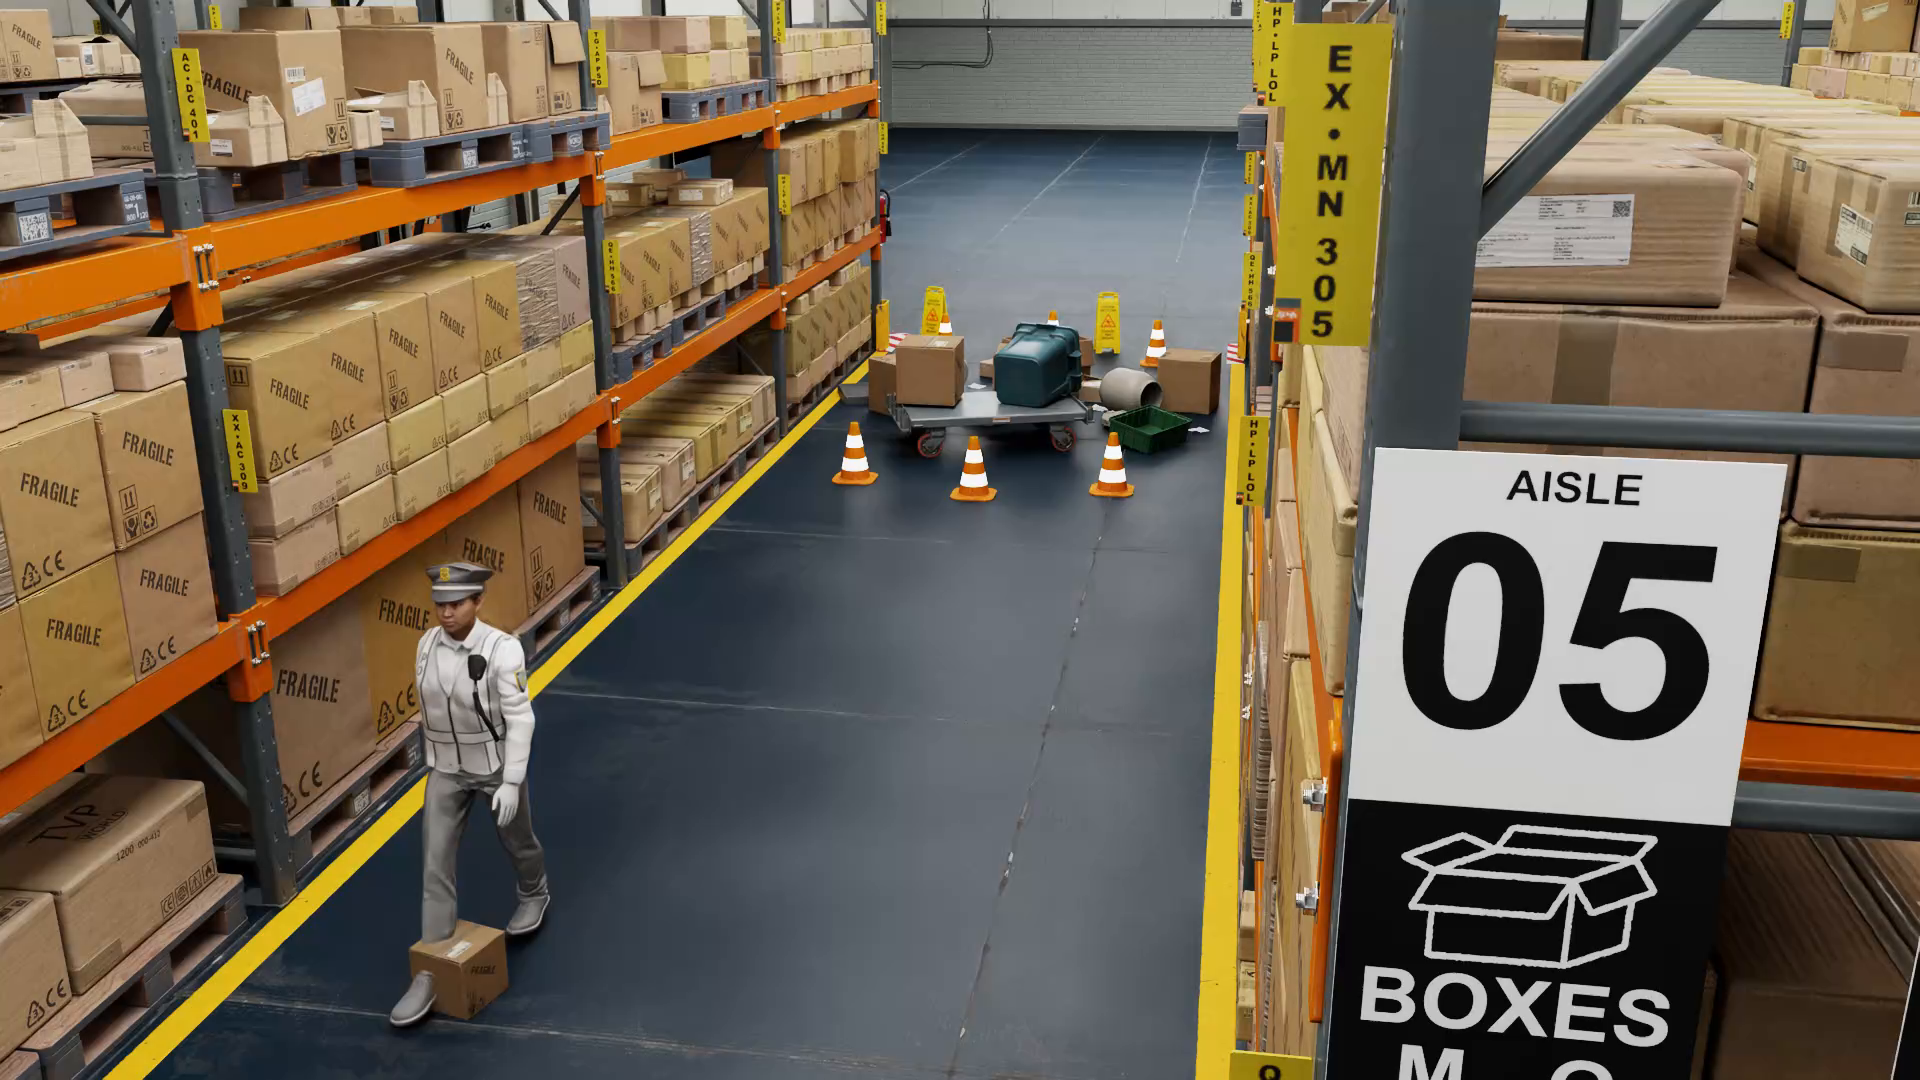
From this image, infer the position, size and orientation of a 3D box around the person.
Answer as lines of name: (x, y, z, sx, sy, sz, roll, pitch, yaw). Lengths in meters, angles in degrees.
person: (-1.847, 0.878, 6.257, 0.509, 1.639, 0.939, 2, 18, 8)
